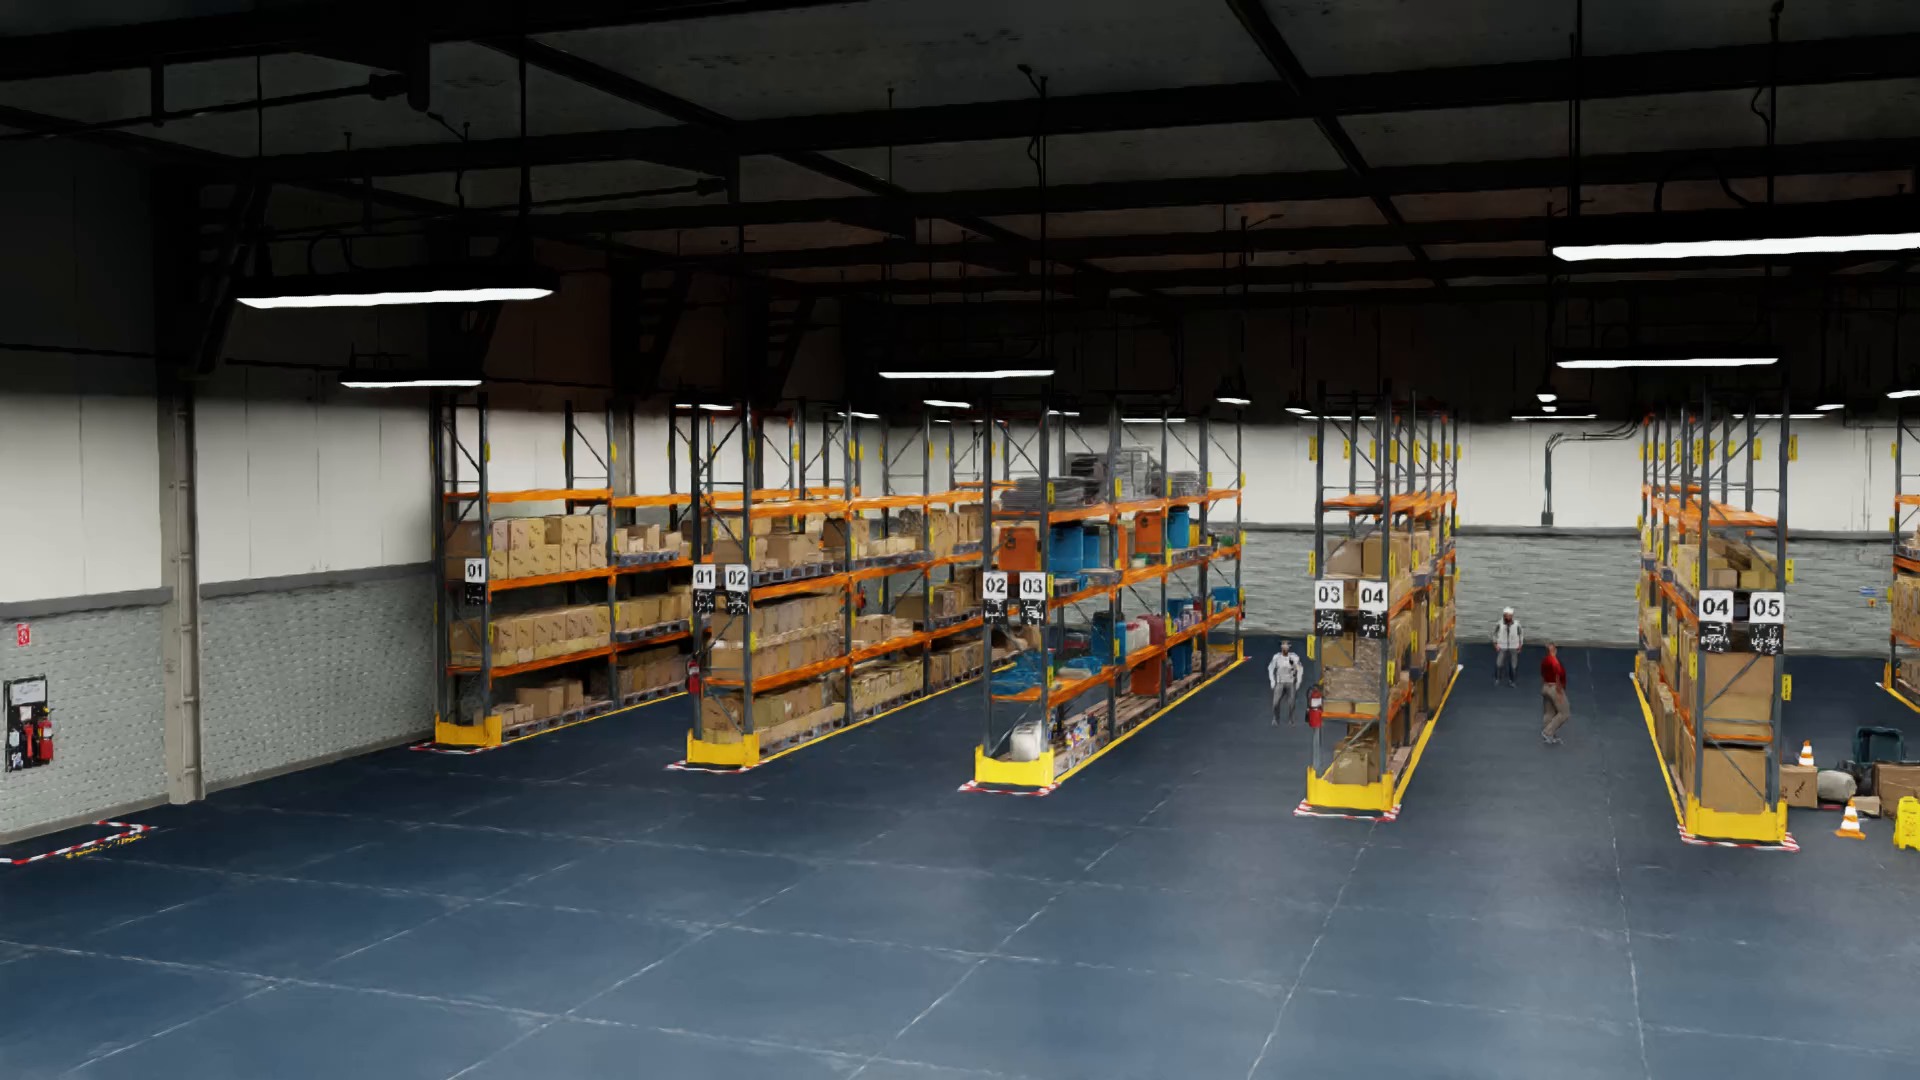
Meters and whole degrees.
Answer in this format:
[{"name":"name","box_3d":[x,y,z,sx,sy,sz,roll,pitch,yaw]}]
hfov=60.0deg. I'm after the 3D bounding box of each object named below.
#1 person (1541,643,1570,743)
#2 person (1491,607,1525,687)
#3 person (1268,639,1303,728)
[{"name":"person","box_3d":[10.129,2.624,28.437,0.462,1.723,0.589,-1,3,-10]},{"name":"person","box_3d":[11.634,2.267,35.327,0.677,1.726,0.574,1,3,18]},{"name":"person","box_3d":[5.897,2.590,30.127,0.639,1.632,0.512,1,3,18]}]
